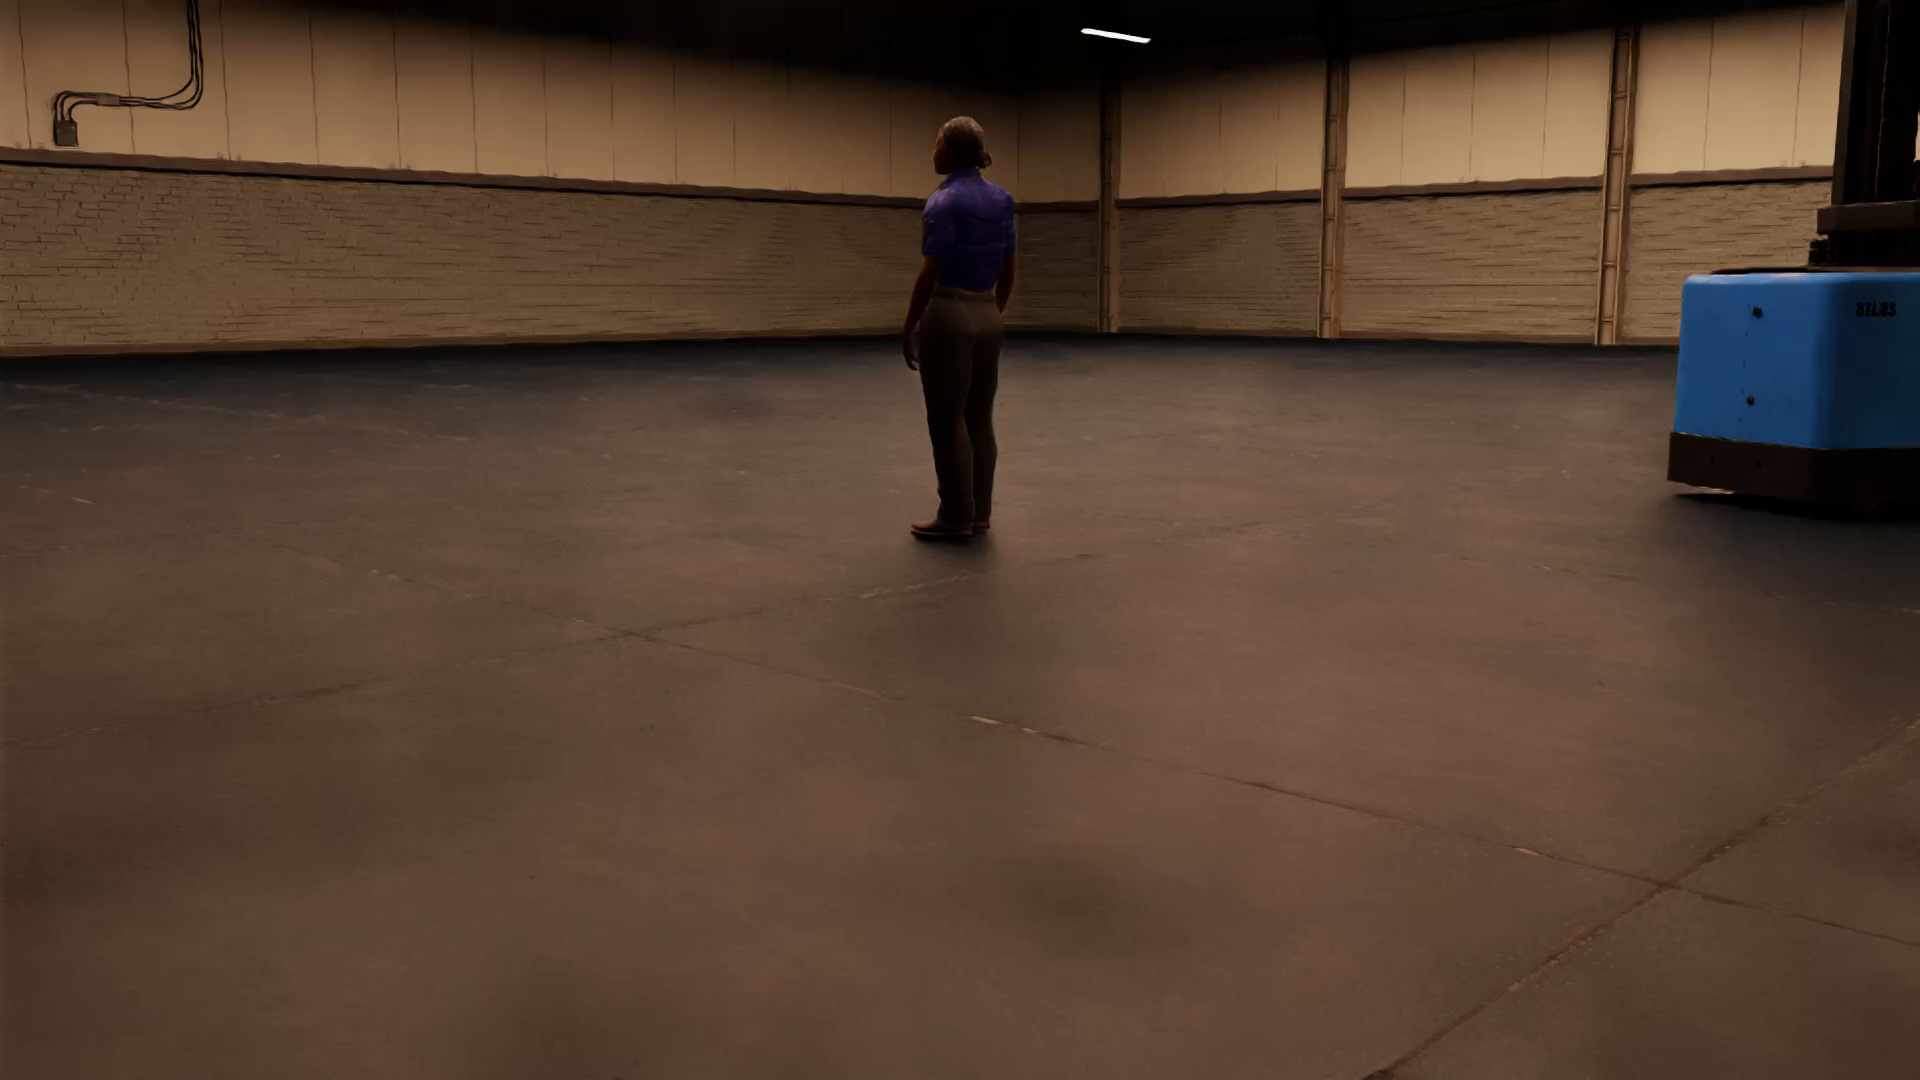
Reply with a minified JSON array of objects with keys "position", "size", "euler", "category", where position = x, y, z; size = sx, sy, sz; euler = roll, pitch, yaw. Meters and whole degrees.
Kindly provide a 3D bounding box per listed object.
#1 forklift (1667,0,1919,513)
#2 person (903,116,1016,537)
[{"position":[5.059,-1.668,7.949],"size":[3.031,2.935,1.130],"euler":[-2,9,-16],"category":"forklift"},{"position":[-0.049,-0.836,6.667],"size":[0.503,1.654,0.570],"euler":[8,12,43],"category":"person"}]
